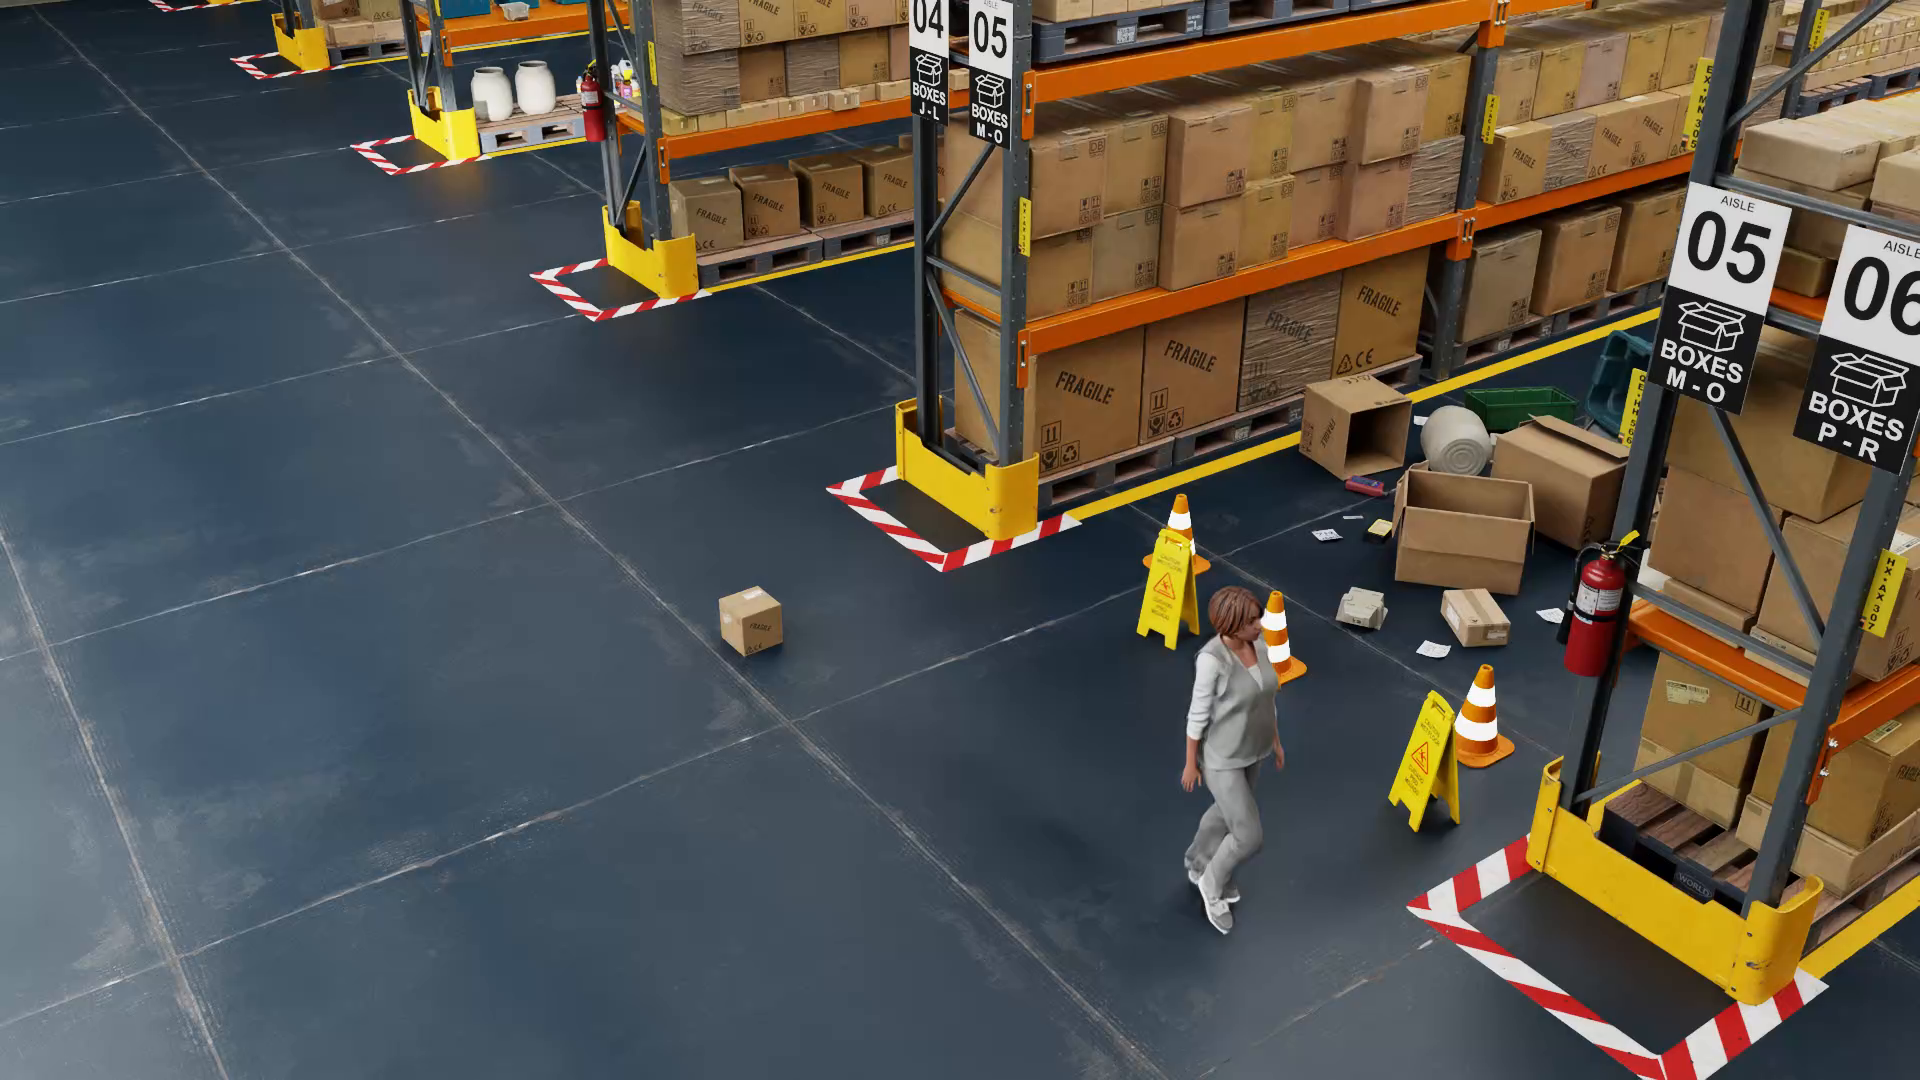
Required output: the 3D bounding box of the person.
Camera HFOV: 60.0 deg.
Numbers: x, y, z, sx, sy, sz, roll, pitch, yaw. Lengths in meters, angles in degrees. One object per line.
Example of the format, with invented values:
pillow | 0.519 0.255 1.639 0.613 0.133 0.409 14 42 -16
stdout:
person | 1.164 0.917 6.963 0.470 1.620 0.439 26 38 38
